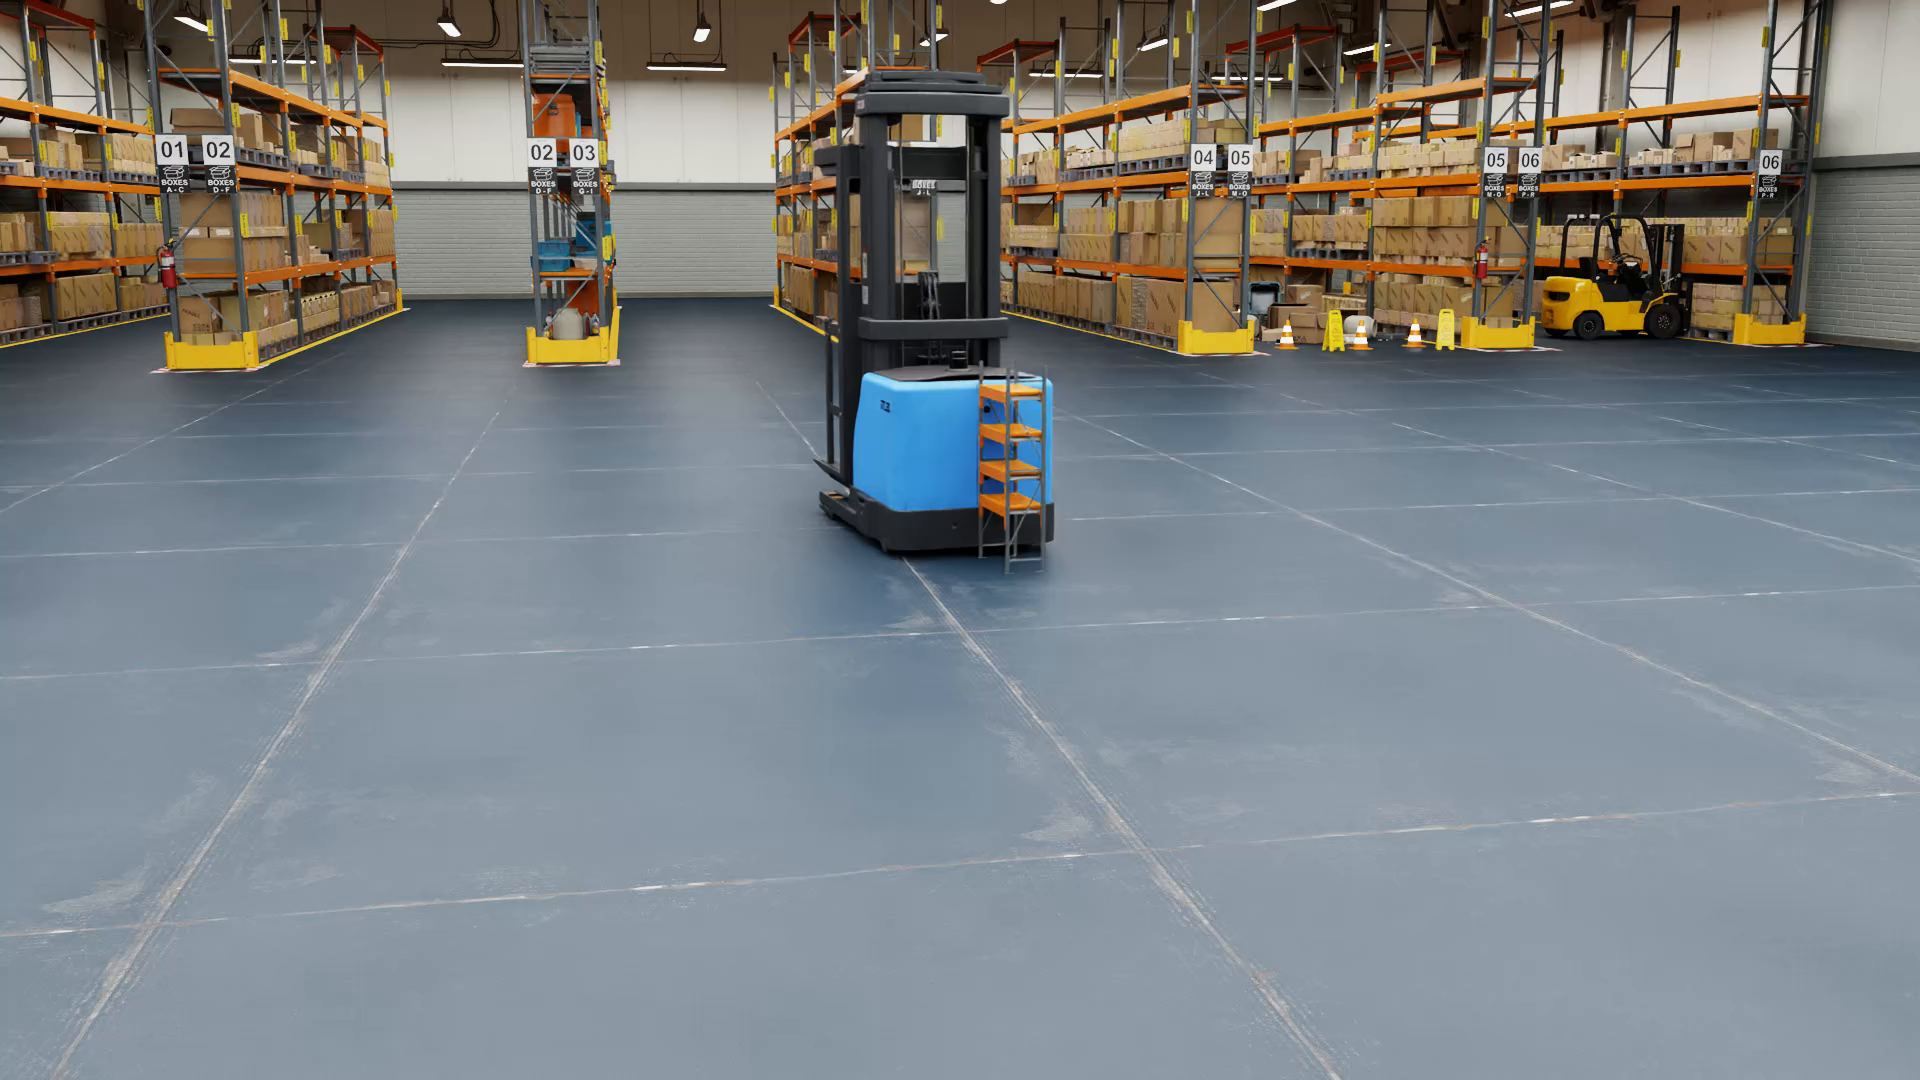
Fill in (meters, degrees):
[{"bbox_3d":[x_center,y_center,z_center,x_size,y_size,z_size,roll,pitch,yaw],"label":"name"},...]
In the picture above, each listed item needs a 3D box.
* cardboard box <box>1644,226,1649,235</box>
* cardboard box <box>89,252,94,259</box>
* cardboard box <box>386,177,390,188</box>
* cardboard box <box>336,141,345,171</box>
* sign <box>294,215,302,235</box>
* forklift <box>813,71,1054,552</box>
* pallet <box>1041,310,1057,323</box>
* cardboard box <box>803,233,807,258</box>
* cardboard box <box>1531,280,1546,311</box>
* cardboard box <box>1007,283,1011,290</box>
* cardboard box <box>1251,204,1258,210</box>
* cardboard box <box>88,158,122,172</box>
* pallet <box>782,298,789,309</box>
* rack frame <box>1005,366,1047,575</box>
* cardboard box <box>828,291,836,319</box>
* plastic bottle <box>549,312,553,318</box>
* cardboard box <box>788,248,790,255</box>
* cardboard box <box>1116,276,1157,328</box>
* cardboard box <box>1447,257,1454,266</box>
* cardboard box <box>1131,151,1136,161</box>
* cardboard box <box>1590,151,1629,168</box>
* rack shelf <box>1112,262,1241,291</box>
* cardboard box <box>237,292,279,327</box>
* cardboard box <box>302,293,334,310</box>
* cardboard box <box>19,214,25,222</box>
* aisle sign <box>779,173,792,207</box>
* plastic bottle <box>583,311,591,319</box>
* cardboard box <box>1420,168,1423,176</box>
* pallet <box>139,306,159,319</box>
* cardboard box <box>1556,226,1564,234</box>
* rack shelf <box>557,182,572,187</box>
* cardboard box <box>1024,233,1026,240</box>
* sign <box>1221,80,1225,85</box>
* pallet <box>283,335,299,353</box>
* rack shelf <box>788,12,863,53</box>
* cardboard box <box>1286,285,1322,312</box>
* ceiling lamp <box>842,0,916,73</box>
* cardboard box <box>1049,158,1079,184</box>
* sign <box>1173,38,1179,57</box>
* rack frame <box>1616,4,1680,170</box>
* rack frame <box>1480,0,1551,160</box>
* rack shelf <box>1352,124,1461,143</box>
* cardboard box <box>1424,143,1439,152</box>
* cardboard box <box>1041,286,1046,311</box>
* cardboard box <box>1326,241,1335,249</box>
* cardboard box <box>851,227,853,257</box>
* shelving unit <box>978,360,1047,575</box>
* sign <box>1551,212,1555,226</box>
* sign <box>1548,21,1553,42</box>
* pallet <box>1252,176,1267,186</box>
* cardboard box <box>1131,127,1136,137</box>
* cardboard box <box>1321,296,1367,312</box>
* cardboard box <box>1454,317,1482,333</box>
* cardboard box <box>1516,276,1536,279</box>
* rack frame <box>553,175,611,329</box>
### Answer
[{"bbox_3d":[12.869,-5.714,30.694,0.380,0.149,0.250,-2,11,-10],"label":"cardboard box"},{"bbox_3d":[-17.248,-5.589,32.654,0.380,0.149,0.250,-2,11,-11],"label":"cardboard box"},{"bbox_3d":[-13.323,-8.172,37.986,0.500,0.250,0.500,-2,11,-11],"label":"cardboard box"},{"bbox_3d":[-12.725,-7.684,33.365,0.600,0.600,0.600,-2,11,-12],"label":"cardboard box"},{"bbox_3d":[-10.803,-5.140,27.153,0.100,0.325,0.005,-2,11,-11],"label":"sign"},{"bbox_3d":[-0.347,-1.598,11.255,1.130,2.935,3.031,-3,11,-17],"label":"forklift"},{"bbox_3d":[2.327,-4.684,34.742,1.003,0.211,1.213,-2,11,-11],"label":"pallet"},{"bbox_3d":[-2.942,-6.066,34.278,0.500,0.500,0.500,-2,11,-13],"label":"cardboard box"},{"bbox_3d":[12.424,-5.096,34.674,0.875,0.625,0.625,-2,11,-9],"label":"cardboard box"},{"bbox_3d":[1.286,-5.843,38.286,0.380,0.149,0.250,-2,11,-10],"label":"cardboard box"},{"bbox_3d":[6.729,-7.769,38.816,0.380,0.149,0.250,-2,11,-12],"label":"cardboard box"},{"bbox_3d":[-17.637,-7.734,34.294,0.500,0.250,0.500,-2,11,-11],"label":"cardboard box"},{"bbox_3d":[-3.731,-5.702,40.092,1.003,0.211,1.213,-2,11,-11],"label":"pallet"},{"bbox_3d":[0.378,-0.394,9.557,0.240,1.200,0.015,-3,11,-17],"label":"rack frame"},{"bbox_3d":[-2.137,-4.513,31.896,0.700,0.500,0.500,-3,11,-16],"label":"cardboard box"},{"bbox_3d":[-6.701,-3.552,27.244,0.144,0.351,0.185,-3,11,-13],"label":"plastic bottle"},{"bbox_3d":[-3.666,-6.497,37.482,0.380,0.149,0.250,-2,11,-12],"label":"cardboard box"},{"bbox_3d":[3.309,-4.222,29.414,0.875,0.875,0.875,-2,11,-10],"label":"cardboard box"},{"bbox_3d":[8.400,-4.670,27.879,0.380,0.149,0.250,-2,11,-12],"label":"cardboard box"},{"bbox_3d":[3.141,-6.564,28.421,0.380,0.149,0.250,-2,11,-12],"label":"cardboard box"},{"bbox_3d":[12.580,-7.366,32.199,0.500,0.311,0.500,-2,11,-13],"label":"cardboard box"},{"bbox_3d":[3.645,-4.457,28.014,1.077,0.370,4.000,-2,11,-11],"label":"rack shelf"},{"bbox_3d":[-10.745,-3.528,25.433,0.500,0.500,0.500,-2,11,-11],"label":"cardboard box"},{"bbox_3d":[-11.674,-4.338,30.197,0.500,0.311,0.500,-2,11,-12],"label":"cardboard box"},{"bbox_3d":[-16.887,-5.730,29.601,0.380,0.149,0.250,-4,11,-18],"label":"cardboard box"},{"bbox_3d":[-4.272,-8.495,40.355,0.394,0.787,0.004,-2,11,-11],"label":"aisle sign"},{"bbox_3d":[-6.221,-3.637,27.690,0.144,0.351,0.185,-2,11,-11],"label":"plastic bottle"},{"bbox_3d":[8.211,-6.376,28.824,0.380,0.149,0.250,-2,11,-11],"label":"cardboard box"},{"bbox_3d":[-18.073,-4.939,36.079,1.003,0.211,1.213,-2,11,-11],"label":"pallet"},{"bbox_3d":[12.270,-6.258,33.552,0.380,0.149,0.250,-2,11,-13],"label":"cardboard box"},{"bbox_3d":[-6.877,-6.392,29.778,0.831,0.071,3.687,-2,11,-11],"label":"rack shelf"},{"bbox_3d":[1.585,-6.544,35.808,0.380,0.149,0.250,-2,11,-12],"label":"cardboard box"},{"bbox_3d":[5.986,-10.311,37.880,0.100,0.325,0.005,-2,11,-11],"label":"sign"},{"bbox_3d":[-11.234,-3.138,26.621,1.003,0.211,1.213,-2,11,-11],"label":"pallet"},{"bbox_3d":[-2.796,-10.342,34.000,1.077,0.370,4.000,-2,11,-11],"label":"rack shelf"},{"bbox_3d":[6.351,-4.449,30.711,0.500,0.500,0.500,-2,11,-11],"label":"cardboard box"},{"bbox_3d":[-1.998,-13.615,42.551,2.000,3.185,0.800,-2,11,-11],"label":"ceiling lamp"},{"bbox_3d":[2.117,-7.529,33.940,0.500,0.500,0.500,-2,11,-11],"label":"cardboard box"},{"bbox_3d":[3.805,-8.676,29.293,0.100,0.325,0.005,-2,11,-11],"label":"sign"},{"bbox_3d":[12.960,-8.504,31.308,1.000,3.000,0.127,-2,11,-11],"label":"rack frame"},{"bbox_3d":[8.869,-7.589,26.501,1.000,3.000,0.127,-2,11,-11],"label":"rack frame"},{"bbox_3d":[11.015,-9.983,41.011,1.077,0.370,4.000,-2,11,-11],"label":"rack shelf"},{"bbox_3d":[8.183,-6.715,28.472,0.380,0.149,0.250,-2,11,-10],"label":"cardboard box"},{"bbox_3d":[1.996,-5.095,35.008,0.500,0.500,0.500,-2,11,-9],"label":"cardboard box"},{"bbox_3d":[7.461,-5.827,32.840,0.380,0.149,0.250,-2,11,-9],"label":"cardboard box"},{"bbox_3d":[-1.344,-4.945,27.590,0.875,0.500,0.500,-2,11,-11],"label":"cardboard box"},{"bbox_3d":[0.304,-0.437,9.785,0.258,1.200,0.503,-3,11,-17],"label":"shelving unit"},{"bbox_3d":[12.725,-6.880,35.724,0.100,0.325,0.005,-2,11,-11],"label":"sign"},{"bbox_3d":[9.402,-8.106,26.510,0.100,0.325,0.005,-2,11,-11],"label":"sign"},{"bbox_3d":[6.916,-7.811,36.196,1.003,0.211,1.213,-2,11,-8],"label":"pallet"},{"bbox_3d":[3.142,-6.955,28.344,0.380,0.149,0.250,-2,11,-12],"label":"cardboard box"},{"bbox_3d":[7.707,-4.646,32.990,0.950,0.372,0.625,-2,11,-9],"label":"cardboard box"},{"bbox_3d":[8.444,-3.640,28.031,0.500,0.250,0.500,-2,11,-11],"label":"cardboard box"},{"bbox_3d":[12.386,-5.694,36.419,0.380,0.149,0.250,-2,11,-8],"label":"cardboard box"},{"bbox_3d":[-7.266,-5.569,31.931,1.000,3.000,0.127,-2,11,-11],"label":"rack frame"}]
